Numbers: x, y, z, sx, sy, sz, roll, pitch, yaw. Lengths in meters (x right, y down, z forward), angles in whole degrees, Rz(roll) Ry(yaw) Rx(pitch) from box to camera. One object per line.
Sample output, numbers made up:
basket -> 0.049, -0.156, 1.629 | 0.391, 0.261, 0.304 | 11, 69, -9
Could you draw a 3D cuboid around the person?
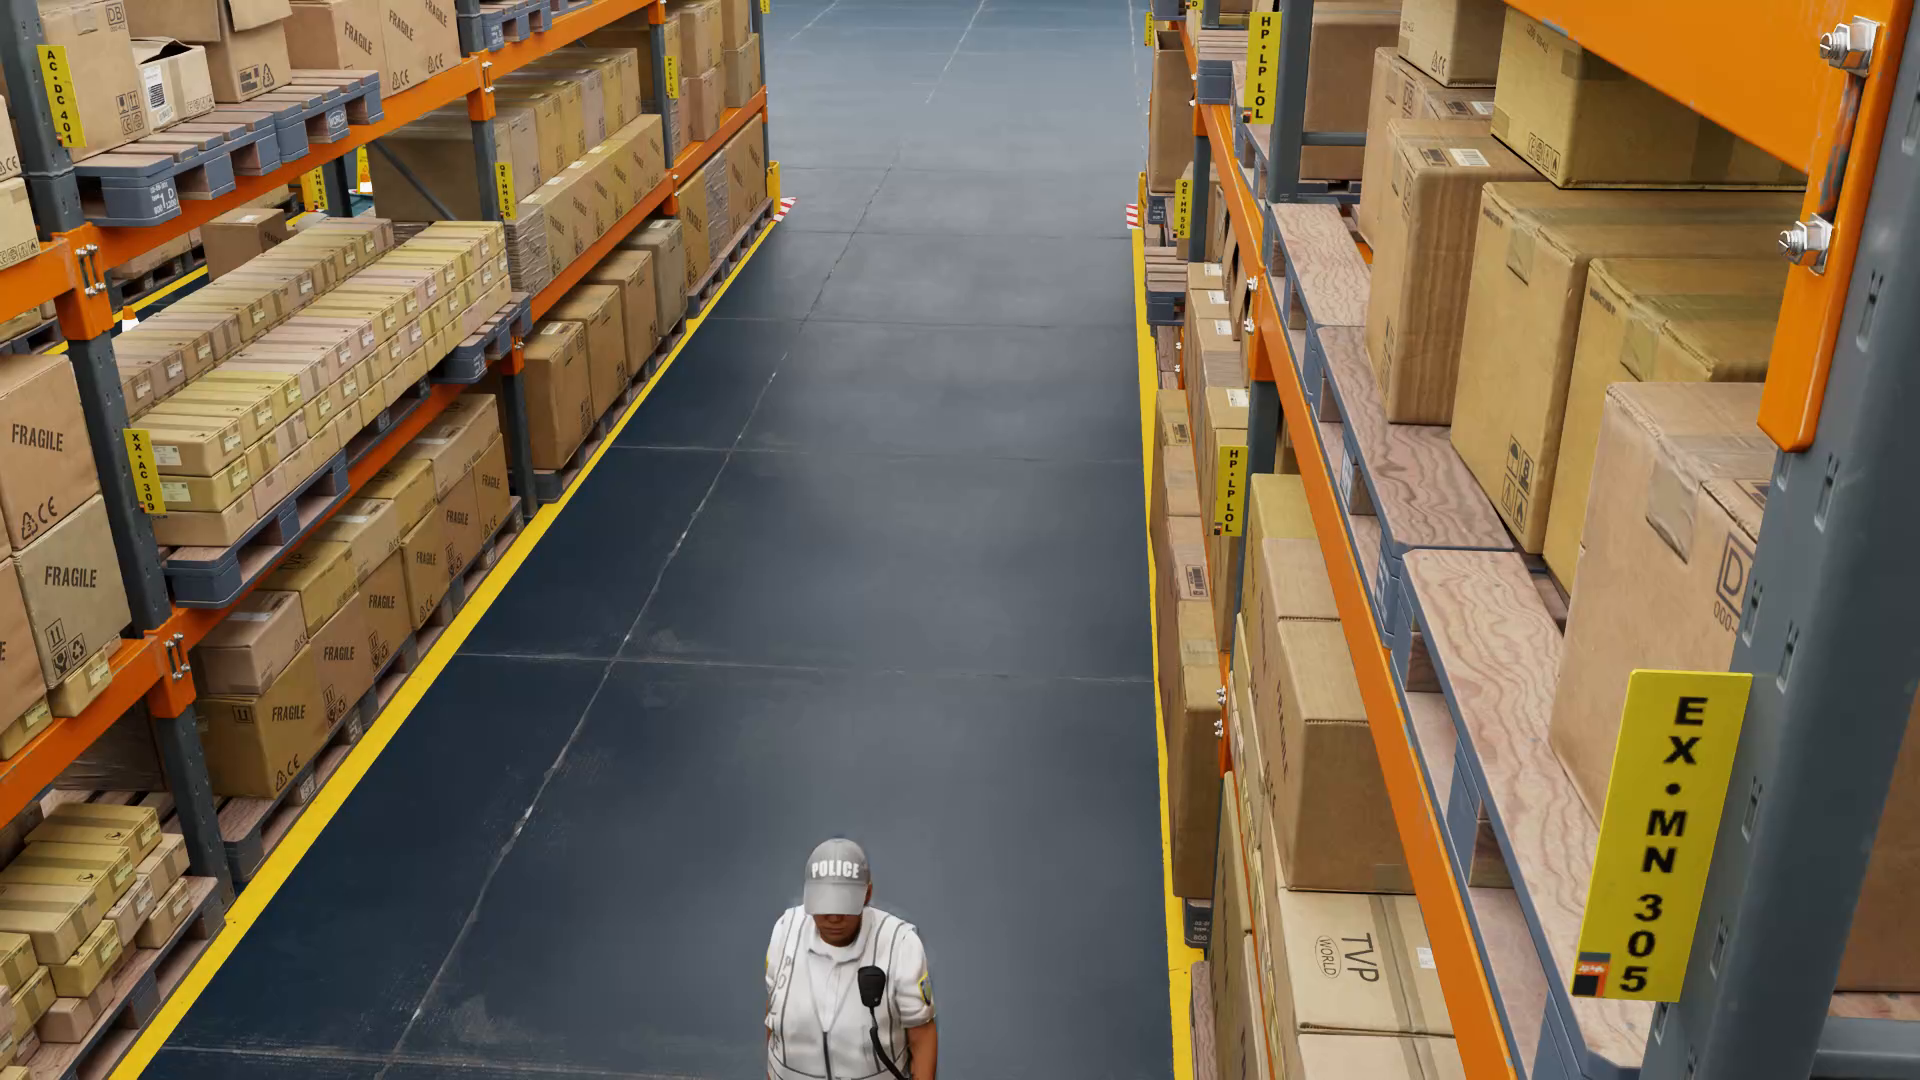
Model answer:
person -> -0.321, 1.605, 4.617 | 0.516, 1.680, 0.794 | 2, 25, 5
